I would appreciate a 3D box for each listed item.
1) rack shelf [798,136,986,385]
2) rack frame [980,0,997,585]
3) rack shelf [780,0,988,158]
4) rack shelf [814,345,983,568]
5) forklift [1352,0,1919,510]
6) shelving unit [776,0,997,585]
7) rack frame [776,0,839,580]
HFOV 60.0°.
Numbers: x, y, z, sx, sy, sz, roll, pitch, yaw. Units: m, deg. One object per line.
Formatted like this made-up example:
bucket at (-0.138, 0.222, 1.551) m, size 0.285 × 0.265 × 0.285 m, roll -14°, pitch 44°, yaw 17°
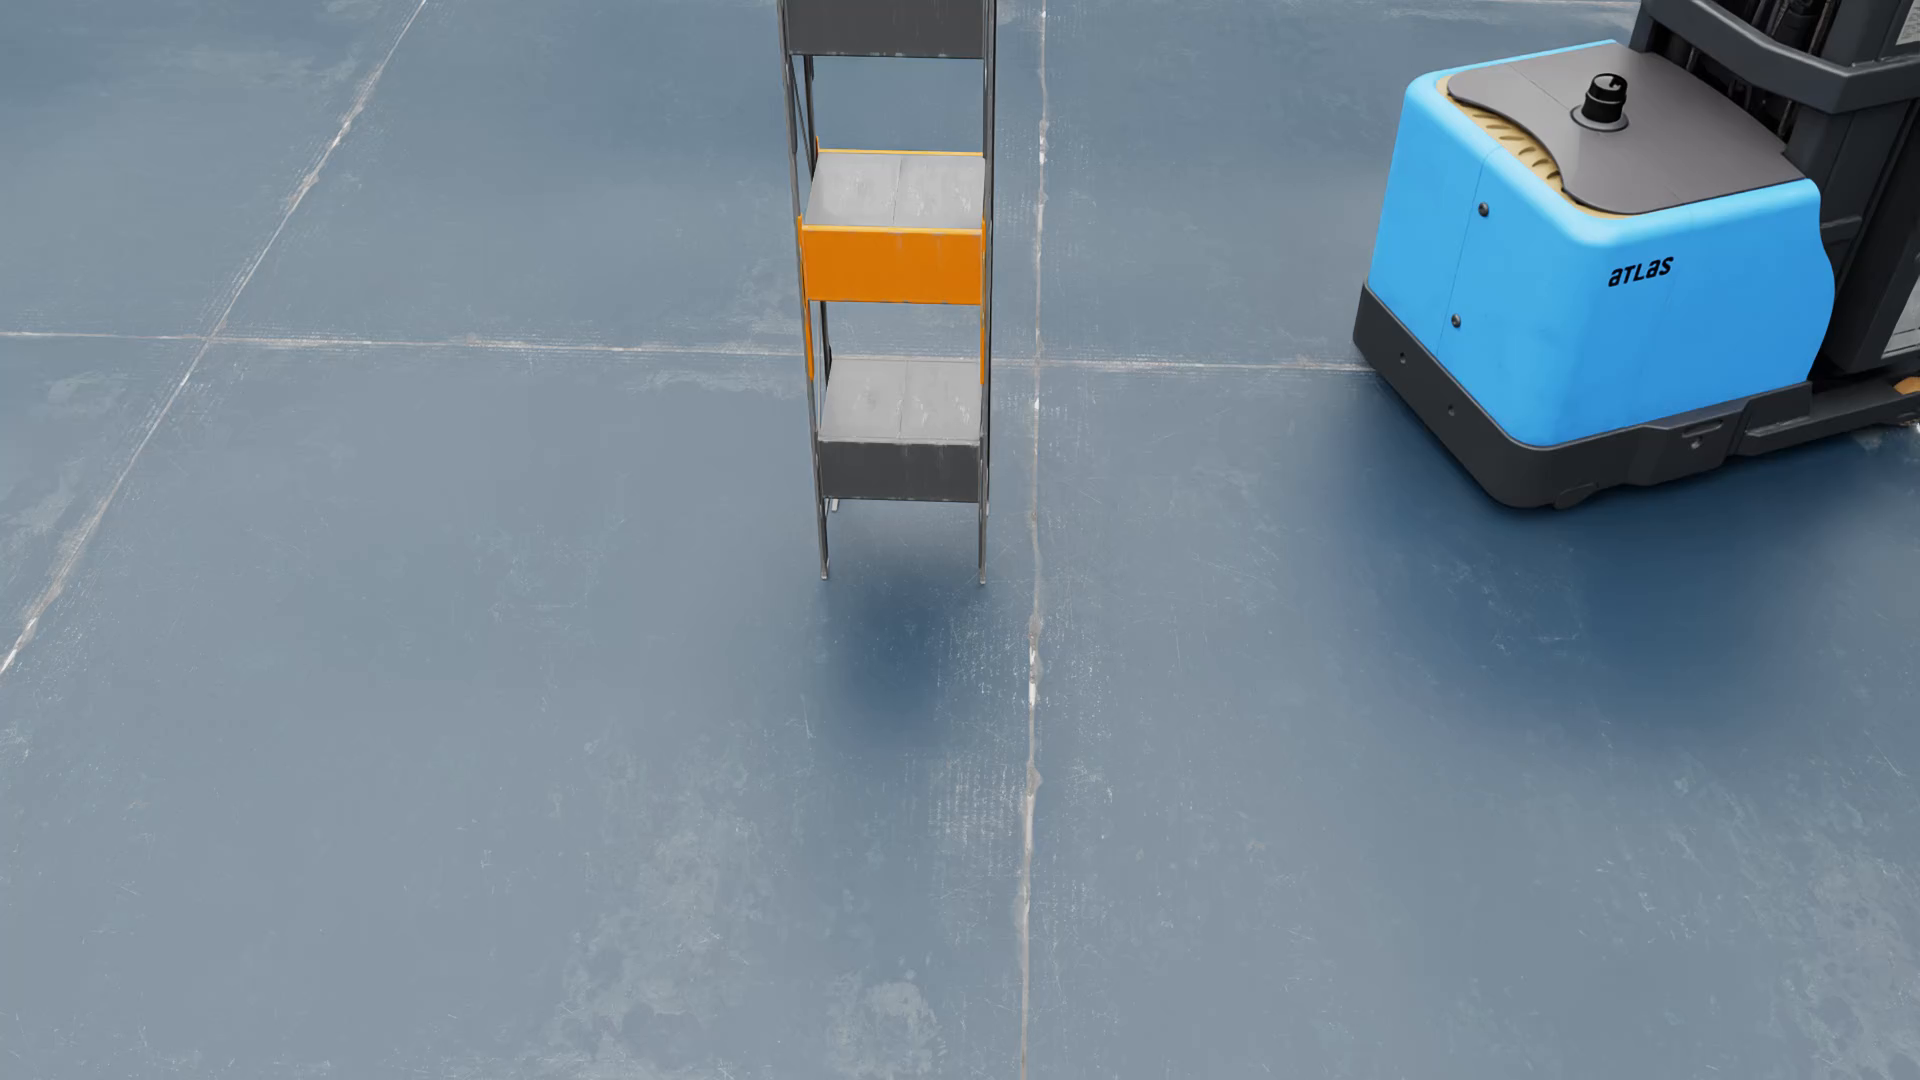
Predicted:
rack shelf at (-0.165, -0.763, 4.549) m, size 0.480 × 0.518 × 0.431 m, roll 2°, pitch 43°, yaw 2°
rack frame at (0.078, -0.766, 4.532) m, size 0.015 × 2.100 × 0.400 m, roll 2°, pitch 43°, yaw 2°
rack shelf at (-0.165, -1.276, 4.072) m, size 0.480 × 0.518 × 0.431 m, roll 2°, pitch 43°, yaw 2°
rack shelf at (-0.165, -0.251, 5.026) m, size 0.480 × 0.518 × 0.431 m, roll 2°, pitch 43°, yaw 2°
forklift at (2.968, -1.786, 5.017) m, size 3.031 × 2.935 × 1.130 m, roll -14°, pitch 45°, yaw -14°
shelving unit at (-0.165, -0.773, 4.540) m, size 0.503 × 2.100 × 0.431 m, roll 2°, pitch 43°, yaw 2°
rack frame at (-0.409, -0.781, 4.548) m, size 0.015 × 2.100 × 0.400 m, roll 2°, pitch 43°, yaw 2°
